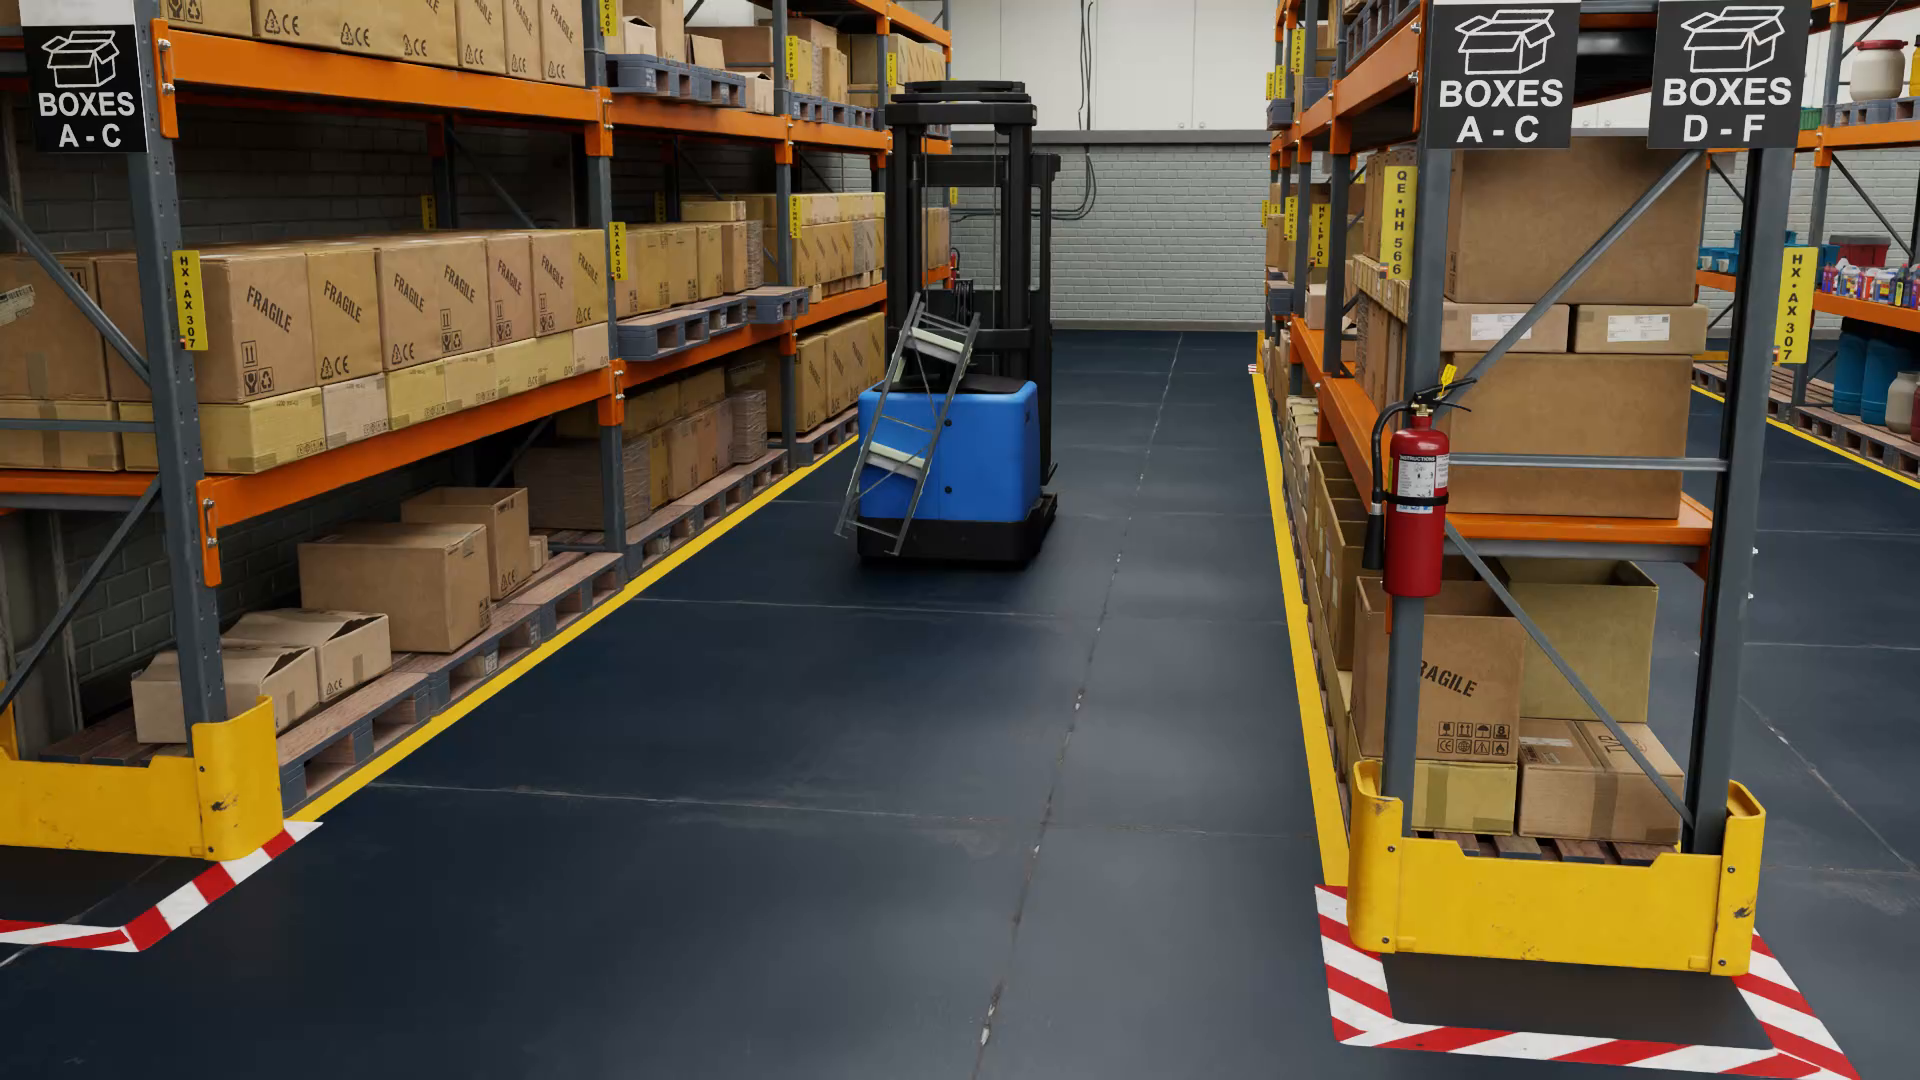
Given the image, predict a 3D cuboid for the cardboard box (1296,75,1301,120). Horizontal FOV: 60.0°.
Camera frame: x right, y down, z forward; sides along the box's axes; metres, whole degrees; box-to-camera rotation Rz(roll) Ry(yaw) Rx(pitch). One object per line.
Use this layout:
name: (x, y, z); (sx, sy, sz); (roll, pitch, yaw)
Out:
cardboard box: (3.161, -3.602, 13.231); (0.910, 0.500, 0.500); (2, 12, 9)

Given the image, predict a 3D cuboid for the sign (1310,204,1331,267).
sign: (1.896, -1.599, 8.733); (0.100, 0.325, 0.005); (2, 12, 9)

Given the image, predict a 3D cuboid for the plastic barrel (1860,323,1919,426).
plastic barrel: (8.349, -1.480, 14.724); (0.600, 0.901, 0.708); (2, 12, 9)

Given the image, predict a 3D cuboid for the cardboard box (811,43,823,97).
cardboard box: (-1.637, -4.212, 15.015); (0.700, 0.500, 0.500); (2, 12, 9)

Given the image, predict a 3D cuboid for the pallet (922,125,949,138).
pallet: (-0.720, -4.982, 20.082); (1.003, 0.211, 1.213); (2, 12, 9)

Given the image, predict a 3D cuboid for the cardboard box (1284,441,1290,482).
cardboard box: (2.602, -0.546, 11.937); (0.500, 0.250, 0.500); (2, 12, 7)

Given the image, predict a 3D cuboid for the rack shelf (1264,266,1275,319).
rack shelf: (3.972, -2.786, 18.510); (1.077, 0.370, 4.000); (2, 12, 9)

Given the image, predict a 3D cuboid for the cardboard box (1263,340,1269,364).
cardboard box: (3.838, -2.217, 19.644); (0.500, 0.250, 0.500); (2, 12, 9)

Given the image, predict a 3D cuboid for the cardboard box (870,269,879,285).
cardboard box: (-1.019, -2.636, 16.651); (0.380, 0.149, 0.250); (2, 12, 10)

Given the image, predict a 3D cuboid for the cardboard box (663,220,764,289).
cardboard box: (-1.909, -2.215, 12.867); (0.700, 0.500, 0.500); (0, 12, 2)

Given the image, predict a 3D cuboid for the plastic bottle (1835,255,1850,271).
plastic bottle: (8.177, -2.465, 15.429); (0.144, 0.351, 0.185); (2, 12, 9)

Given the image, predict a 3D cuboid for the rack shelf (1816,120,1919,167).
rack shelf: (8.250, -3.259, 13.582); (1.077, 0.370, 4.000); (2, 12, 9)

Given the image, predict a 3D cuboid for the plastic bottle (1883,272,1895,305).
plastic bottle: (7.872, -2.129, 14.057); (0.097, 0.271, 0.097); (0, 12, 0)

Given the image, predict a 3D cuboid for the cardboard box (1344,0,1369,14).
cardboard box: (2.013, -2.544, 7.441); (0.500, 0.311, 0.500); (1, 12, 6)

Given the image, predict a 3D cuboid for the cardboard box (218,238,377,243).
cardboard box: (-2.975, -1.109, 7.545); (0.500, 0.500, 0.500); (2, 12, 9)

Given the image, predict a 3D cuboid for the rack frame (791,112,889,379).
rack frame: (-1.231, -2.881, 17.243); (1.000, 3.000, 0.127); (2, 12, 9)

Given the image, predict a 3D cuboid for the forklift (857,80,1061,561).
forklift: (0.092, -1.564, 11.294); (1.130, 2.935, 3.031); (2, 12, 8)

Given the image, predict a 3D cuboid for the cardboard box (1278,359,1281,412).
cardboard box: (3.194, -1.407, 15.290); (0.500, 0.500, 0.500); (2, 12, 9)

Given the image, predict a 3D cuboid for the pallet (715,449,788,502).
pallet: (-1.968, -0.523, 12.919); (1.003, 0.211, 1.213); (2, 12, 9)

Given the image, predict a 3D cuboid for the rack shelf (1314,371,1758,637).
rack shelf: (2.126, -0.288, 6.919); (1.077, 0.370, 4.000); (2, 12, 9)

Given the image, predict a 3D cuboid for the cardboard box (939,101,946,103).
cardboard box: (-0.466, -5.200, 20.005); (0.500, 0.250, 0.500); (2, 12, 10)

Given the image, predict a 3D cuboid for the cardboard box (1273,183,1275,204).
cardboard box: (3.718, -3.689, 18.382); (0.500, 0.500, 0.500); (2, 12, 8)

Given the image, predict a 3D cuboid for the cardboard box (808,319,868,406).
cardboard box: (-1.337, -1.711, 15.919); (0.750, 0.750, 0.750); (2, 12, 10)

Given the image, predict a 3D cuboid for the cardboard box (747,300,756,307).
cardboard box: (-1.567, -1.997, 13.687); (0.380, 0.149, 0.250); (2, 12, 8)

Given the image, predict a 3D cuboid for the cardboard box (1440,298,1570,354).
cardboard box: (1.689, -0.675, 5.230); (0.380, 0.149, 0.250); (2, 12, 8)

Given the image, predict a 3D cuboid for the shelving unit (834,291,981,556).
shelving unit: (-0.306, -0.699, 10.106); (0.431, 1.500, 0.755); (19, 4, 0)

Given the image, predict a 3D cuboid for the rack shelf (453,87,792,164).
rack shelf: (-2.154, -2.747, 11.208); (1.077, 0.370, 4.000); (2, 12, 9)

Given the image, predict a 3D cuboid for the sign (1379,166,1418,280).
sign: (1.284, -0.926, 4.859); (0.100, 0.325, 0.005); (2, 12, 9)

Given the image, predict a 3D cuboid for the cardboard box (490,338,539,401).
cardboard box: (-2.382, -0.835, 8.059); (0.500, 0.250, 0.500); (2, 12, 8)

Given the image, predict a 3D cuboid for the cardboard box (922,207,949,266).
cardboard box: (-0.685, -3.754, 20.581); (0.980, 0.700, 0.700); (2, 12, 11)

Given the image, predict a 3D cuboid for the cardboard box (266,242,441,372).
cardboard box: (-2.535, -0.986, 6.977); (0.500, 0.500, 0.500); (1, 12, 7)

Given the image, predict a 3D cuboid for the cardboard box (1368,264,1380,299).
cardboard box: (2.045, -1.160, 7.479); (0.380, 0.149, 0.250); (1, 12, 7)

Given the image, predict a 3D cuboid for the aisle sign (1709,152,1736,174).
aisle sign: (8.891, -4.688, 19.458); (0.394, 0.787, 0.004); (2, 12, 9)

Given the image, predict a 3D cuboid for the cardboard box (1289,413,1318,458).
cardboard box: (2.525, -0.709, 11.362); (0.500, 0.311, 0.500); (2, 12, 7)

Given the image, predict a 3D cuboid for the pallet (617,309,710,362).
pallet: (-2.200, -1.277, 10.253); (1.003, 0.211, 1.213); (2, 12, 9)

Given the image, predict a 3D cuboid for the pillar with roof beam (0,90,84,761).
pillar with roof beam: (0.430, -3.350, 5.179); (9.100, 9.000, 0.400); (2, 12, 9)

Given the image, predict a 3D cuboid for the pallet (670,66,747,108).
pallet: (-2.105, -2.932, 10.802); (1.213, 0.211, 1.003); (2, 12, 9)

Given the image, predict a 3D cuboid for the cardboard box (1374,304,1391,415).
cardboard box: (2.216, -0.798, 7.340); (0.700, 0.500, 0.500); (2, 12, 9)

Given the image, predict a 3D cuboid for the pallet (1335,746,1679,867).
pallet: (1.895, 0.979, 5.950); (1.003, 0.211, 1.213); (2, 12, 9)

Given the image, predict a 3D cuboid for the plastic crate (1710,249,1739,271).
plastic crate: (8.709, -3.163, 18.804); (0.416, 0.233, 0.300); (2, 12, 9)

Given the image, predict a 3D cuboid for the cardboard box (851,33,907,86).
cardboard box: (-0.845, -5.034, 17.456); (0.500, 0.500, 0.500); (2, 12, 8)

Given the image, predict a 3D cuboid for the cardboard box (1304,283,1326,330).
cardboard box: (2.720, -1.666, 11.813); (0.500, 0.311, 0.500); (2, 12, 8)

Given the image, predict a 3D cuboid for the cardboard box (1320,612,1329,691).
cardboard box: (1.828, 0.481, 7.170); (0.500, 0.250, 0.500); (2, 12, 9)

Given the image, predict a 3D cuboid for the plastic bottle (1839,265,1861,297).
plastic bottle: (8.054, -2.340, 15.024); (0.152, 0.276, 0.135); (2, 12, 9)

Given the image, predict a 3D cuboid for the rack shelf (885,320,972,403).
rack shelf: (-0.180, -1.068, 10.082); (0.431, 0.370, 0.720); (19, 4, 0)

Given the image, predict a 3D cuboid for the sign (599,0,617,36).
sign: (-1.924, -2.919, 9.071); (0.100, 0.325, 0.005); (2, 12, 9)

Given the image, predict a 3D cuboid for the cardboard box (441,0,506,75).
cardboard box: (-2.433, -2.406, 7.635); (0.500, 0.500, 0.500); (1, 12, 6)

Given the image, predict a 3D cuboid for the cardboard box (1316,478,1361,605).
cardboard box: (1.899, 0.010, 7.575); (0.500, 0.500, 0.500); (2, 12, 9)

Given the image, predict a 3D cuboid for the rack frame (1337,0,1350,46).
rack frame: (2.434, -3.989, 8.143); (1.000, 3.000, 0.127); (2, 12, 9)

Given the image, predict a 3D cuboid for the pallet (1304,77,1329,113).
pallet: (3.033, -3.119, 11.674); (1.213, 0.211, 1.003); (2, 12, 11)

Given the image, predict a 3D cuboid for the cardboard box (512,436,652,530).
cardboard box: (-2.365, -0.363, 10.447); (0.700, 0.500, 0.500); (2, 12, 11)
